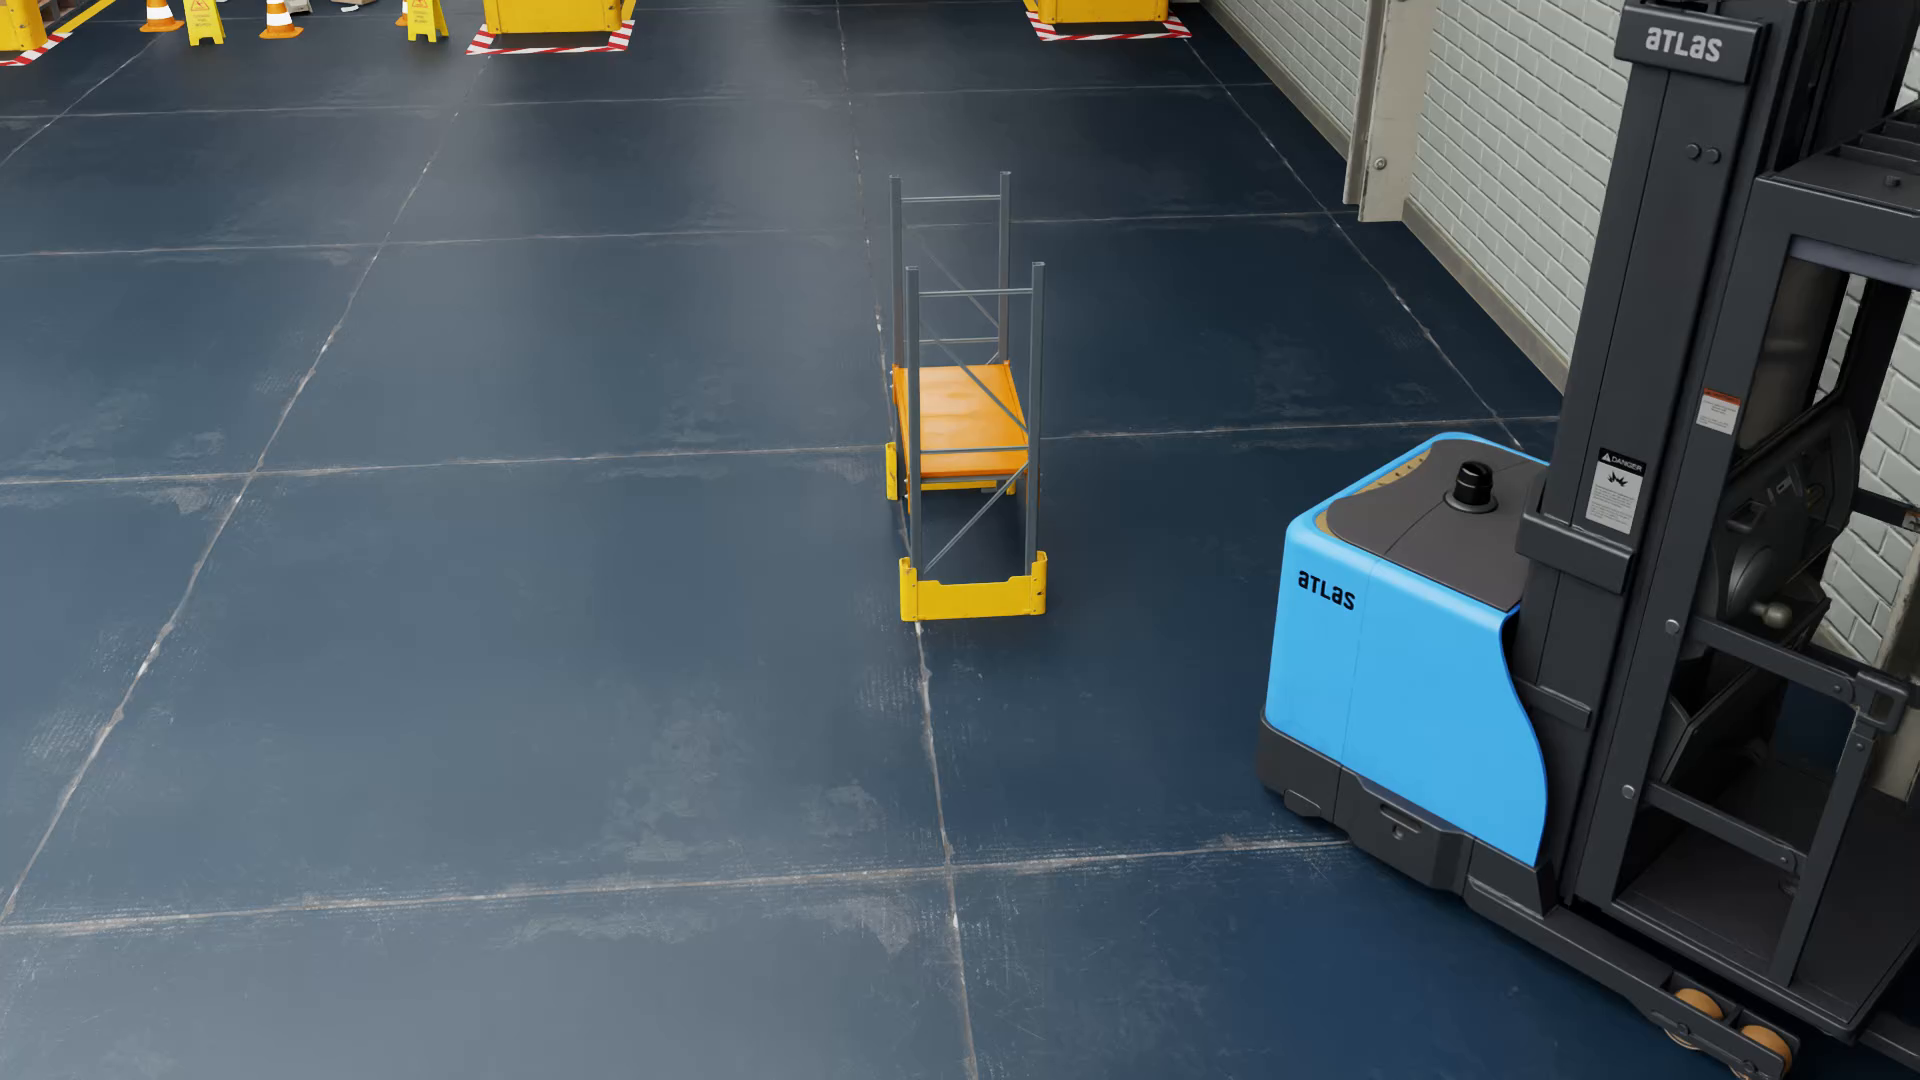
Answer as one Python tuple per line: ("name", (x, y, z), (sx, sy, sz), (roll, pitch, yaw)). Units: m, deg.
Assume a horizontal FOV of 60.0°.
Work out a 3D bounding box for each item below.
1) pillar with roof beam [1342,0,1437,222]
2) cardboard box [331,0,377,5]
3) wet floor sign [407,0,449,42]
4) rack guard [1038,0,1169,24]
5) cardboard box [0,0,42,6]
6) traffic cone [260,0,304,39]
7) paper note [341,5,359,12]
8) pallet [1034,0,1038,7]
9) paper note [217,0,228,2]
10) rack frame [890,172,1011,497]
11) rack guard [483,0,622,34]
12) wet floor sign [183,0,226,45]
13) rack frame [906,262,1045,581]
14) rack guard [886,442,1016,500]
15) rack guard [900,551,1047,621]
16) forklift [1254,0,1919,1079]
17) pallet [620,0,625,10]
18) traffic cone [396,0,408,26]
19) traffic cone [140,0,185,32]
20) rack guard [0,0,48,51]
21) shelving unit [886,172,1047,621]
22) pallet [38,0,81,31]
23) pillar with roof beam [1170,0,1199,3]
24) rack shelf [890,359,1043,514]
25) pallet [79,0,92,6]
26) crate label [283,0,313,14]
("pillar with roof beam", (-1.585, -5.805, 8.194), (9.100, 9.000, 0.400), (-3, 31, -5))
("cardboard box", (-5.767, -5.209, 15.826), (0.380, 0.149, 0.250), (13, 33, 21))
("wet floor sign", (-4.681, -4.702, 14.493), (0.267, 0.644, 0.232), (8, 32, 13))
("rack guard", (1.311, -5.015, 15.159), (1.175, 0.500, 0.348), (-3, 31, -5))
("cardboard box", (-8.681, -5.184, 14.665), (0.875, 0.875, 0.875), (-3, 31, -4))
("traffic cone", (-6.031, -4.703, 14.672), (0.336, 0.463, 0.334), (-3, 31, -5))
("paper note", (-5.703, -4.974, 15.547), (0.148, 0.019, 0.142), (-14, 33, -22))
("pallet", (1.195, -5.292, 15.904), (1.003, 0.211, 1.213), (-3, 31, -5))
("paper note", (-7.004, -5.158, 15.857), (0.144, 0.017, 0.142), (8, 32, 13))
("rack frame", (-0.040, -0.860, 7.227), (0.500, 1.500, 0.032), (-3, 31, -5))
("rack guard", (-3.640, -4.827, 14.843), (1.175, 0.500, 0.348), (-3, 31, -5))
("wet floor sign", (-6.578, -4.642, 14.392), (0.267, 0.644, 0.232), (-8, 32, -13))
("rack frame", (0.055, -0.341, 6.358), (0.500, 1.500, 0.032), (-3, 31, -5))
("rack guard", (-0.039, -0.323, 7.546), (0.587, 0.250, 0.087), (-3, 31, -5))
("rack guard", (0.054, 0.186, 6.695), (0.587, 0.250, 0.087), (-3, 31, -5))
("forklift", (2.406, -0.022, 4.429), (1.130, 2.935, 3.031), (-26, 40, -37))
("pallet", (-3.681, -5.119, 15.615), (1.003, 0.211, 1.213), (-3, 31, -5))
("traffic cone", (-4.958, -4.930, 15.052), (0.336, 0.463, 0.334), (-3, 31, -5))
("traffic cone", (-7.188, -4.822, 14.872), (0.336, 0.463, 0.334), (-3, 31, -5))
("rack guard", (-8.550, -4.487, 14.274), (1.175, 0.500, 0.348), (-3, 31, -5))
("shelving unit", (0.007, -0.605, 6.800), (0.587, 1.500, 1.083), (-3, 31, -5))
("pallet", (-8.705, -4.780, 15.046), (1.003, 0.211, 1.213), (-3, 31, -5))
("pillar with roof beam", (-2.145, -8.869, 13.322), (9.100, 9.000, 0.400), (-3, 31, -5))
("rack shelf", (0.008, -0.446, 6.885), (0.538, 0.185, 1.000), (-3, 31, -5))
("pallet", (-8.816, -5.401, 16.087), (1.003, 0.211, 1.213), (-3, 31, -5))
("crate label", (-6.166, -4.961, 15.423), (0.250, 0.136, 0.298), (-20, 36, -30))
